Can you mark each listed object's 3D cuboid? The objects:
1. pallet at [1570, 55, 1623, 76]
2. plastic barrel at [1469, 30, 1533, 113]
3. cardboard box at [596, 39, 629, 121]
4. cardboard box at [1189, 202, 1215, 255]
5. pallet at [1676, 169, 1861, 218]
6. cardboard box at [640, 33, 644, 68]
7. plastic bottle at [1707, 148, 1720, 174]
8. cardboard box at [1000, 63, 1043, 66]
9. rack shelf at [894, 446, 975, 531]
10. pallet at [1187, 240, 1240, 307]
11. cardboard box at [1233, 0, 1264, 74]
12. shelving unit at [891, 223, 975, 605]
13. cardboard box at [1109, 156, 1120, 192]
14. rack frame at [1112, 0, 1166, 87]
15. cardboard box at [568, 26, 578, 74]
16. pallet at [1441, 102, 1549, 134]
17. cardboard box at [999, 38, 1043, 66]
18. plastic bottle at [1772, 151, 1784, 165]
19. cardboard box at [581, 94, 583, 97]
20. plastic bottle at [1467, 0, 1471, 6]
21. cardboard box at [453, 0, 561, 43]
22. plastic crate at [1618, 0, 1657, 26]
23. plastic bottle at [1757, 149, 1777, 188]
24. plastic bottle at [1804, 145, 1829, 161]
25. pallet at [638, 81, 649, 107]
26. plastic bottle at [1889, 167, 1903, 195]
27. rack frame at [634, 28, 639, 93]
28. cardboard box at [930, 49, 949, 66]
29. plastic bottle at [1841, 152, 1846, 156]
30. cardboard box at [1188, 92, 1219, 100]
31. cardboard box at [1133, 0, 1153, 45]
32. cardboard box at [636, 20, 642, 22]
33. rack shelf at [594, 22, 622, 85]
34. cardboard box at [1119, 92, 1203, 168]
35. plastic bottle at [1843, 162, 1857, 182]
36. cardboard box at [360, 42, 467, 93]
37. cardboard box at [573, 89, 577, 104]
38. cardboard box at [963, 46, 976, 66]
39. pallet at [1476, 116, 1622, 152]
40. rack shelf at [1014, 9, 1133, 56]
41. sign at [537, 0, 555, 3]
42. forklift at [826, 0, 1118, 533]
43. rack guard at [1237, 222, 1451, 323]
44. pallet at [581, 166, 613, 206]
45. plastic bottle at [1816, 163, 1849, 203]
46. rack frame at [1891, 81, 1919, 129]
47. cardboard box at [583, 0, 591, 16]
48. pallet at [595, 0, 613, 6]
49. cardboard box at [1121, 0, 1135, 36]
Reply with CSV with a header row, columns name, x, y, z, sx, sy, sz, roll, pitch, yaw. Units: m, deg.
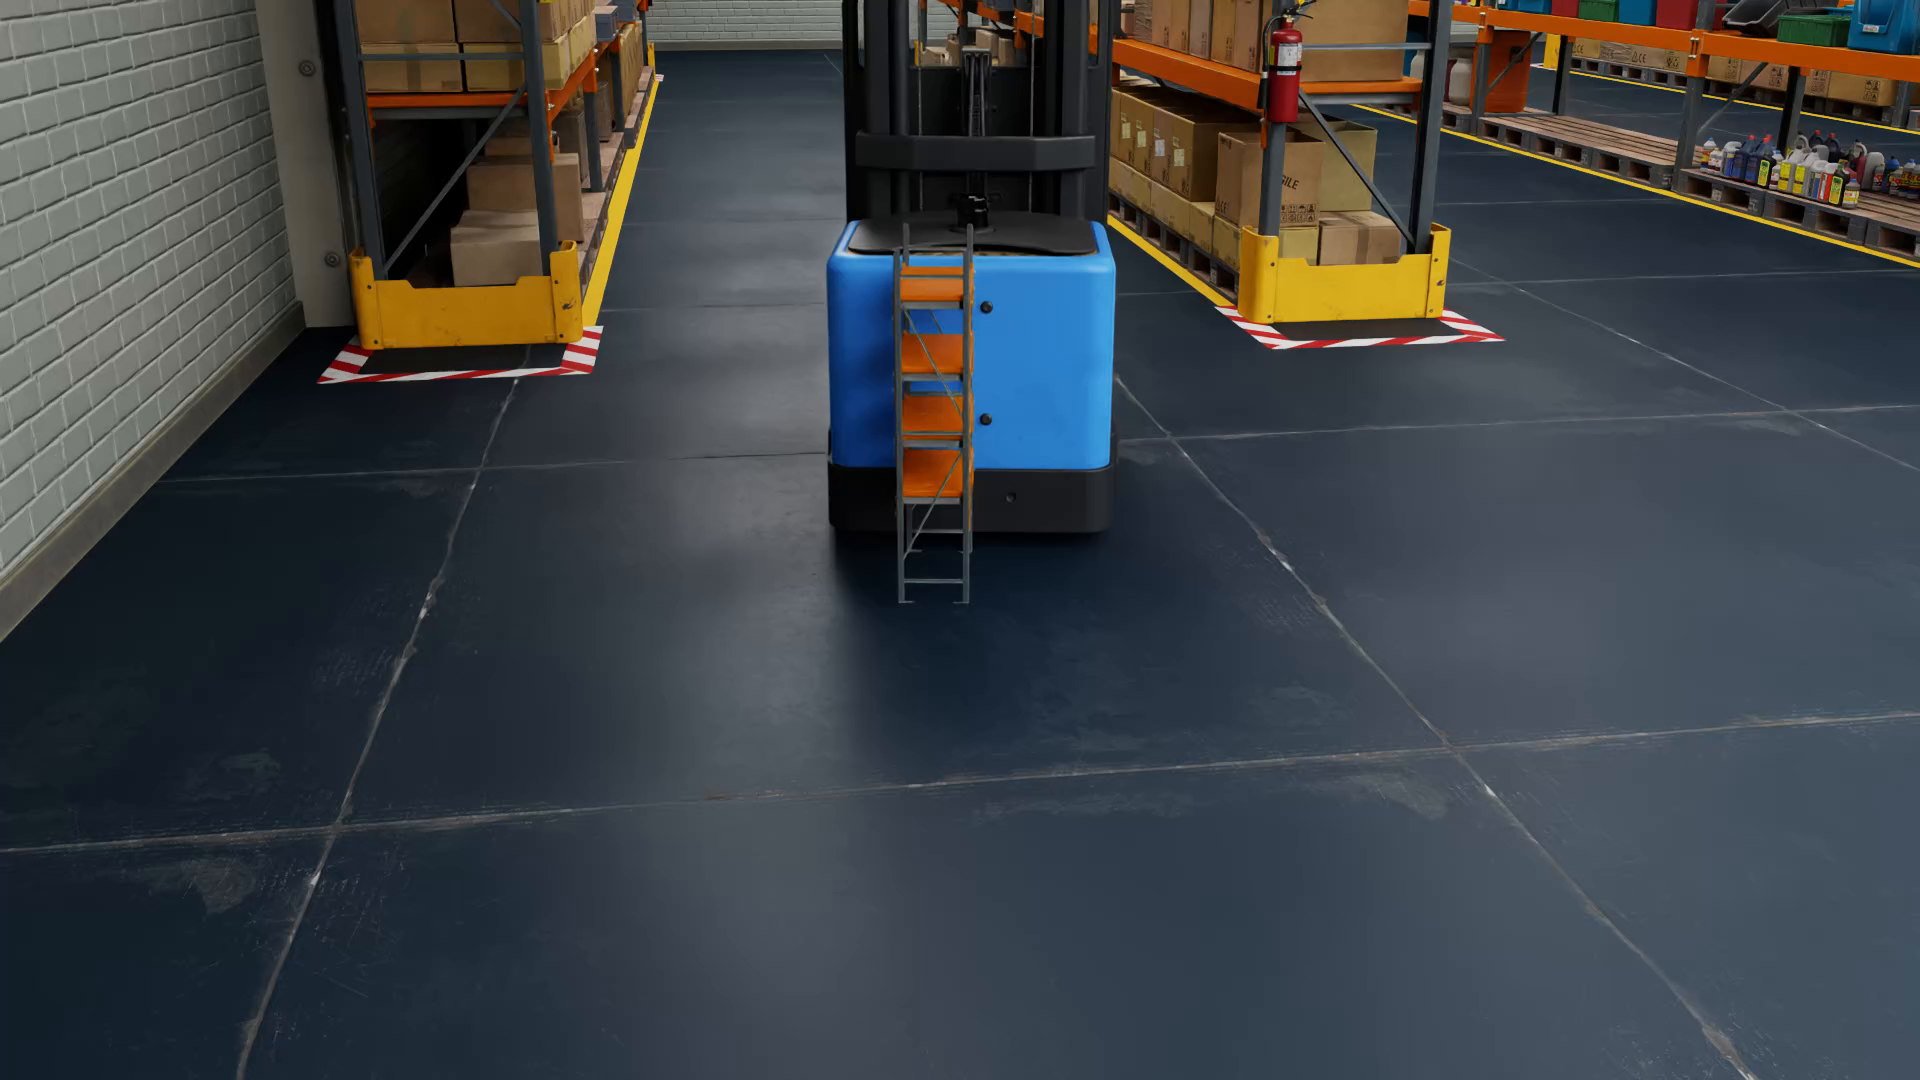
name,x,y,z,sx,sy,sz,roll,pitch,yaw
pallet,9.916,-7.201,25.194,1.003,0.211,1.213,-3,21,-8
plastic barrel,5.888,-5.109,18.110,0.600,0.830,0.708,-3,21,-8
cardboard box,-3.804,-4.712,17.016,0.750,0.750,0.750,-3,21,-8
cardboard box,1.773,-1.994,10.597,0.500,0.250,0.500,-3,21,-8
pallet,6.607,-2.835,13.504,1.003,0.211,1.213,-3,21,-8
cardboard box,-4.782,-6.819,23.159,0.700,0.500,0.500,-3,21,-8
plastic bottle,6.179,-3.103,13.608,0.097,0.201,0.097,0,20,0
cardboard box,0.706,-4.859,17.882,0.500,0.500,0.500,-2,21,-6
rack shelf,-0.083,-0.183,5.750,0.258,0.148,0.480,1,20,2
pallet,2.075,-1.698,10.462,1.003,0.211,1.213,-3,21,-8
cardboard box,2.091,-3.133,10.174,0.700,0.500,0.500,-2,21,-6
shelving unit,-0.083,-0.432,5.657,0.258,1.200,0.503,1,20,2
cardboard box,1.417,-2.860,12.915,0.500,0.250,0.500,-3,21,-8
rack frame,1.650,-4.127,12.979,1.000,3.000,0.127,-3,21,-8
cardboard box,-2.588,-2.971,10.069,0.500,0.250,0.500,-3,21,-9
pallet,5.820,-4.725,18.565,1.003,0.211,1.213,-3,21,-8
cardboard box,0.694,-5.230,17.803,0.500,0.250,0.500,-2,21,-6
plastic bottle,6.343,-2.889,12.934,0.097,0.271,0.097,0,20,0
cardboard box,-3.614,-3.694,14.764,0.700,0.500,0.500,-3,21,-8
plastic bottle,5.496,-5.827,17.814,0.097,0.201,0.097,0,20,0
cardboard box,-2.446,-2.962,8.973,0.500,0.500,0.500,-3,21,-8
plastic crate,6.085,-4.734,14.627,0.392,0.384,0.575,-3,21,-8
plastic bottle,6.267,-2.884,12.904,0.061,0.283,0.133,-2,21,-5
plastic bottle,6.815,-3.015,13.264,0.152,0.276,0.135,-3,21,-8
pallet,-4.437,-5.607,20.926,1.003,0.211,1.213,-3,21,-8
plastic bottle,7.097,-2.717,12.574,0.097,0.201,0.097,0,20,0
rack frame,-4.405,-6.646,19.722,1.000,3.000,0.127,-3,21,-8
cardboard box,-0.138,-6.651,23.038,0.500,0.250,0.500,-3,21,-8
plastic bottle,7.022,-2.980,13.161,0.061,0.283,0.133,-2,21,-4
cardboard box,1.993,-3.064,12.390,0.500,0.500,0.500,-3,21,-8
cardboard box,1.720,-4.020,12.551,0.700,0.500,0.500,-3,21,-9
cardboard box,-4.583,-7.088,22.951,0.380,0.149,0.250,-3,21,-8
rack shelf,-3.540,-4.231,14.286,1.077,0.370,4.000,-3,21,-8
cardboard box,1.487,-3.038,12.320,0.500,0.500,0.500,-3,21,-8
plastic bottle,6.526,-2.632,12.230,0.061,0.283,0.133,-3,21,-8
cardboard box,-2.934,-2.582,9.028,0.500,0.250,0.500,-3,21,-7
cardboard box,-3.520,-3.849,14.105,0.500,0.250,0.500,-4,21,-9
cardboard box,0.325,-5.752,20.274,0.500,0.500,0.500,-4,21,-10
pallet,6.049,-4.184,17.117,1.003,0.211,1.213,-3,21,-8
rack shelf,1.361,-4.482,14.959,1.077,0.370,4.000,-3,21,-8
sign,-2.138,-2.924,8.520,0.100,0.325,0.005,-3,21,-8
forklift,0.079,-1.864,7.018,1.130,2.935,3.031,1,20,2
rack guard,2.230,-1.563,9.686,1.175,0.500,0.348,-3,21,-8
pallet,-3.365,-2.839,13.516,1.003,0.211,1.213,-3,21,-8
plastic bottle,6.421,-2.623,12.216,0.152,0.276,0.135,-3,21,-7
rack frame,10.877,-6.010,18.021,1.000,3.000,0.127,-3,21,-8
cardboard box,-2.800,-3.846,11.339,0.500,0.500,0.500,-3,21,-8
pallet,-3.502,-4.488,14.218,1.003,0.211,1.213,-3,21,-8
cardboard box,1.536,-4.225,13.455,0.500,0.250,0.500,-2,21,-4
